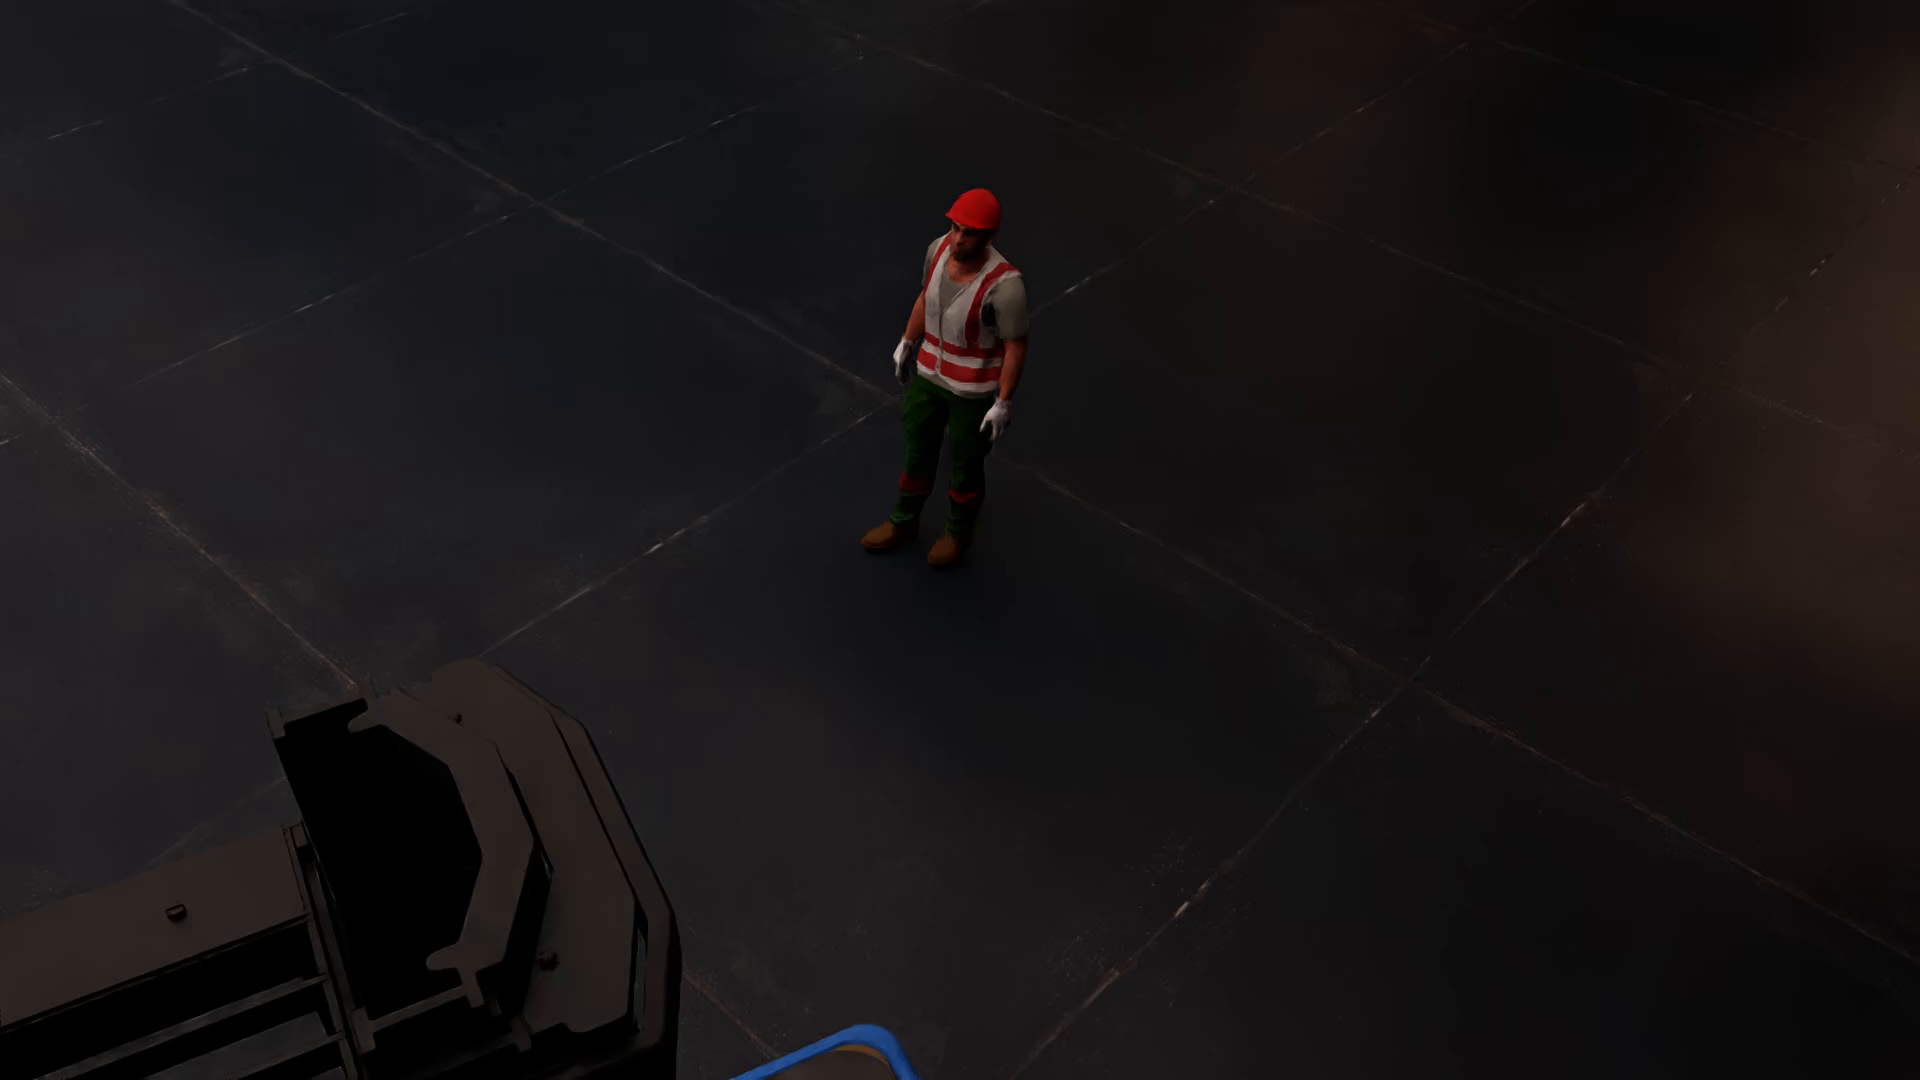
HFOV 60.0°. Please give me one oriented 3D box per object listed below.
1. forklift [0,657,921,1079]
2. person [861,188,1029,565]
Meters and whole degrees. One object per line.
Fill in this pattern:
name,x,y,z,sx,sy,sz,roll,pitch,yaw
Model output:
forklift,-1.306,1.719,3.424,3.031,2.935,1.130,-19,44,-21
person,-0.064,-0.648,7.053,0.637,1.783,0.559,31,49,31
